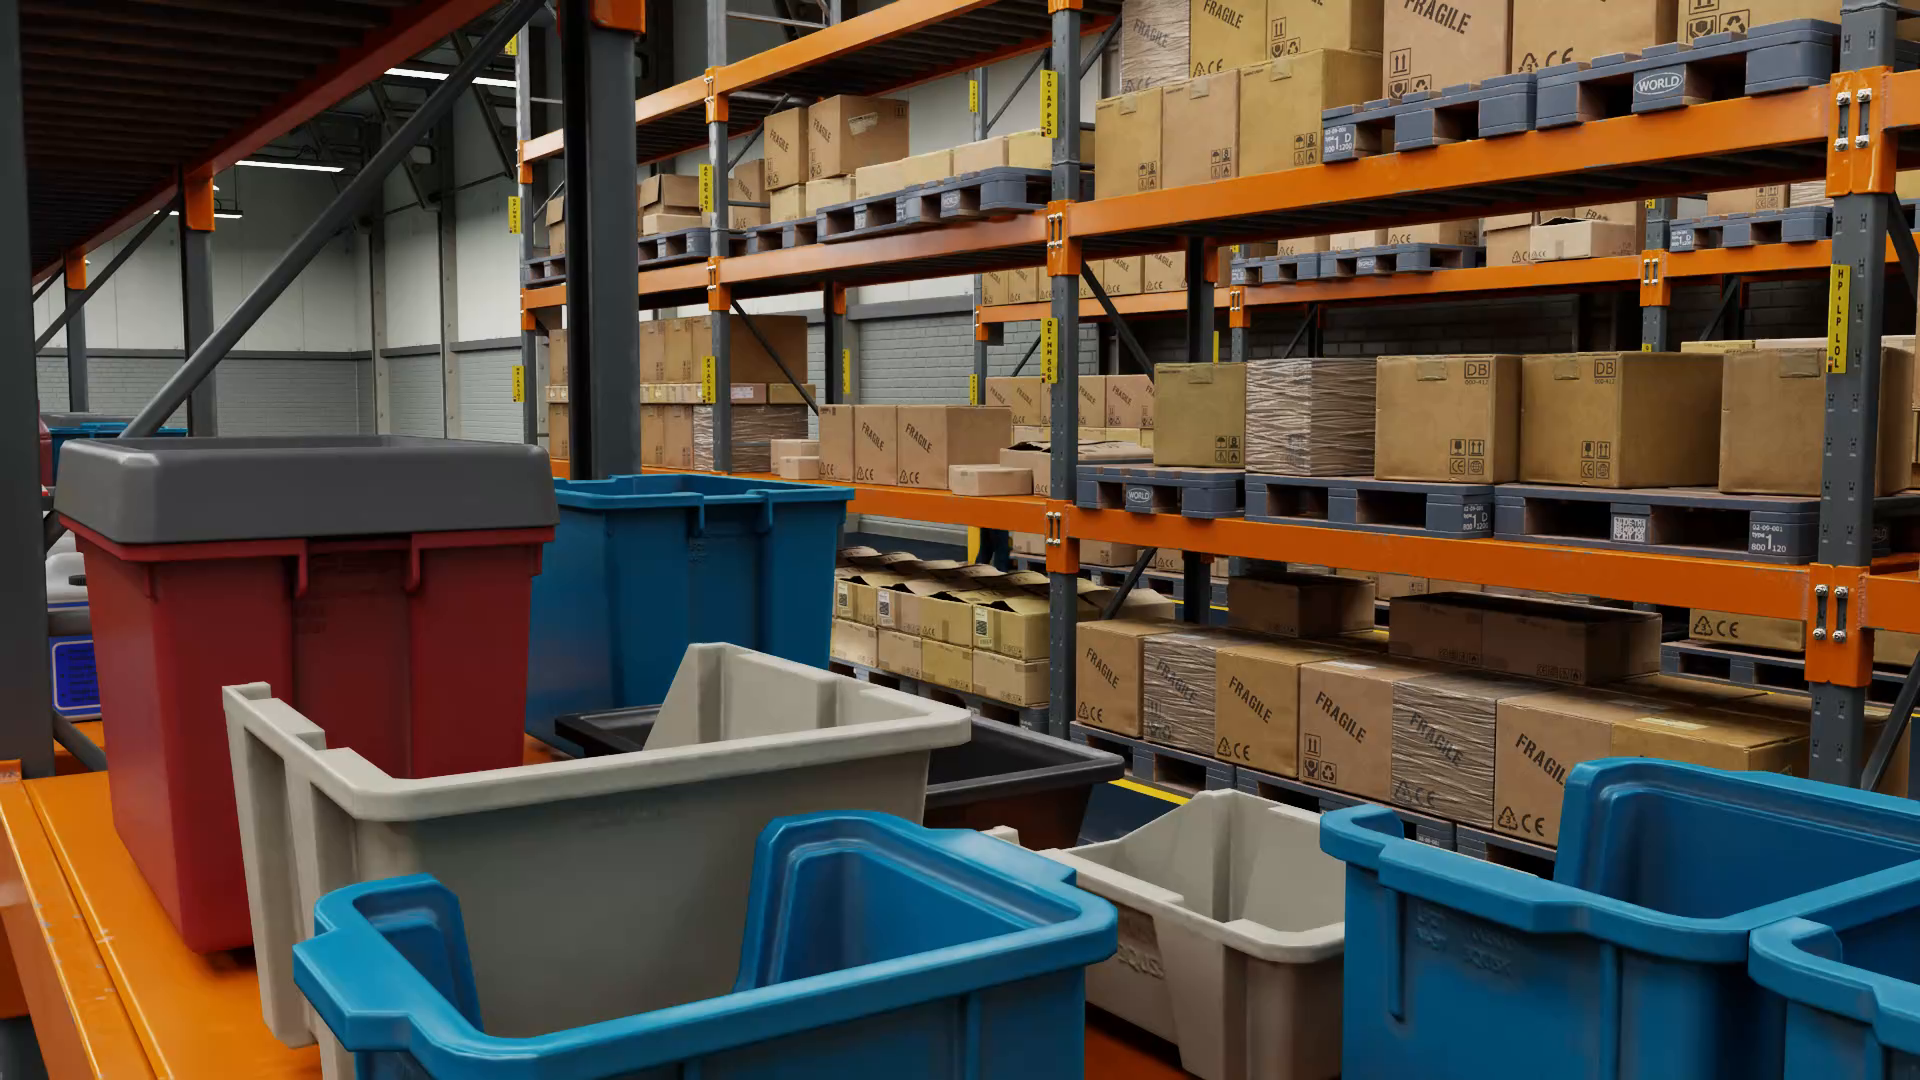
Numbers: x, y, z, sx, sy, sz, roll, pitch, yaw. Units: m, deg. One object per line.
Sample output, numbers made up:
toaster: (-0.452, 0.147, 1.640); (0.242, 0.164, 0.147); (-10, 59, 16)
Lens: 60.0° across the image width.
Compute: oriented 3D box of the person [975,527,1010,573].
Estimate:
person: (0.345, -0.201, 14.388); (0.516, 1.595, 0.500); (-1, 5, -6)
